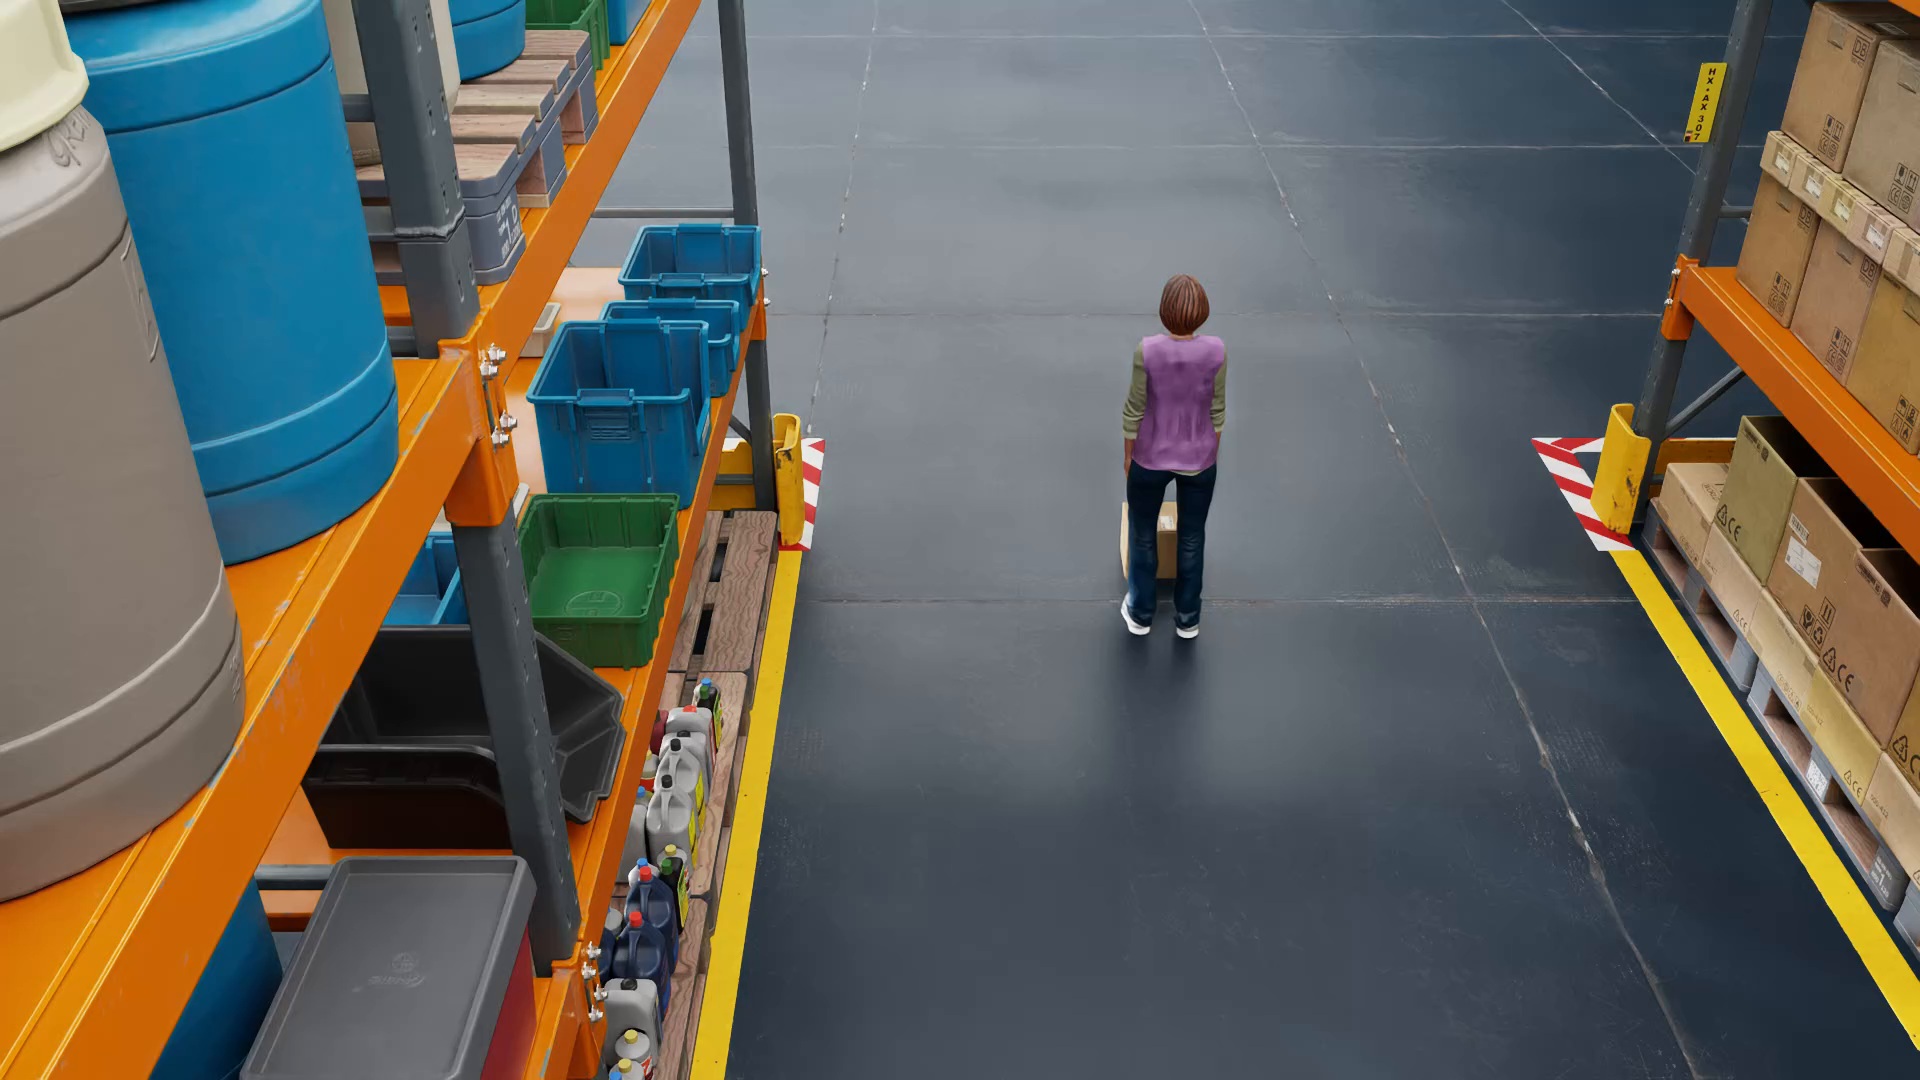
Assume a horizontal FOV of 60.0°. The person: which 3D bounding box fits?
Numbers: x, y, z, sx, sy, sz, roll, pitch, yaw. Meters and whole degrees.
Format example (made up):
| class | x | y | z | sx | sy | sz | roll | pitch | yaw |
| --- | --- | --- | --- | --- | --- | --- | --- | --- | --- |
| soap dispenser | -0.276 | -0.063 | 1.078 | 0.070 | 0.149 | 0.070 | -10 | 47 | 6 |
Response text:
| class | x | y | z | sx | sy | sz | roll | pitch | yaw |
| --- | --- | --- | --- | --- | --- | --- | --- | --- | --- |
| person | 0.841 | -0.320 | 6.660 | 0.407 | 1.597 | 0.316 | 0 | 32 | 1 |
